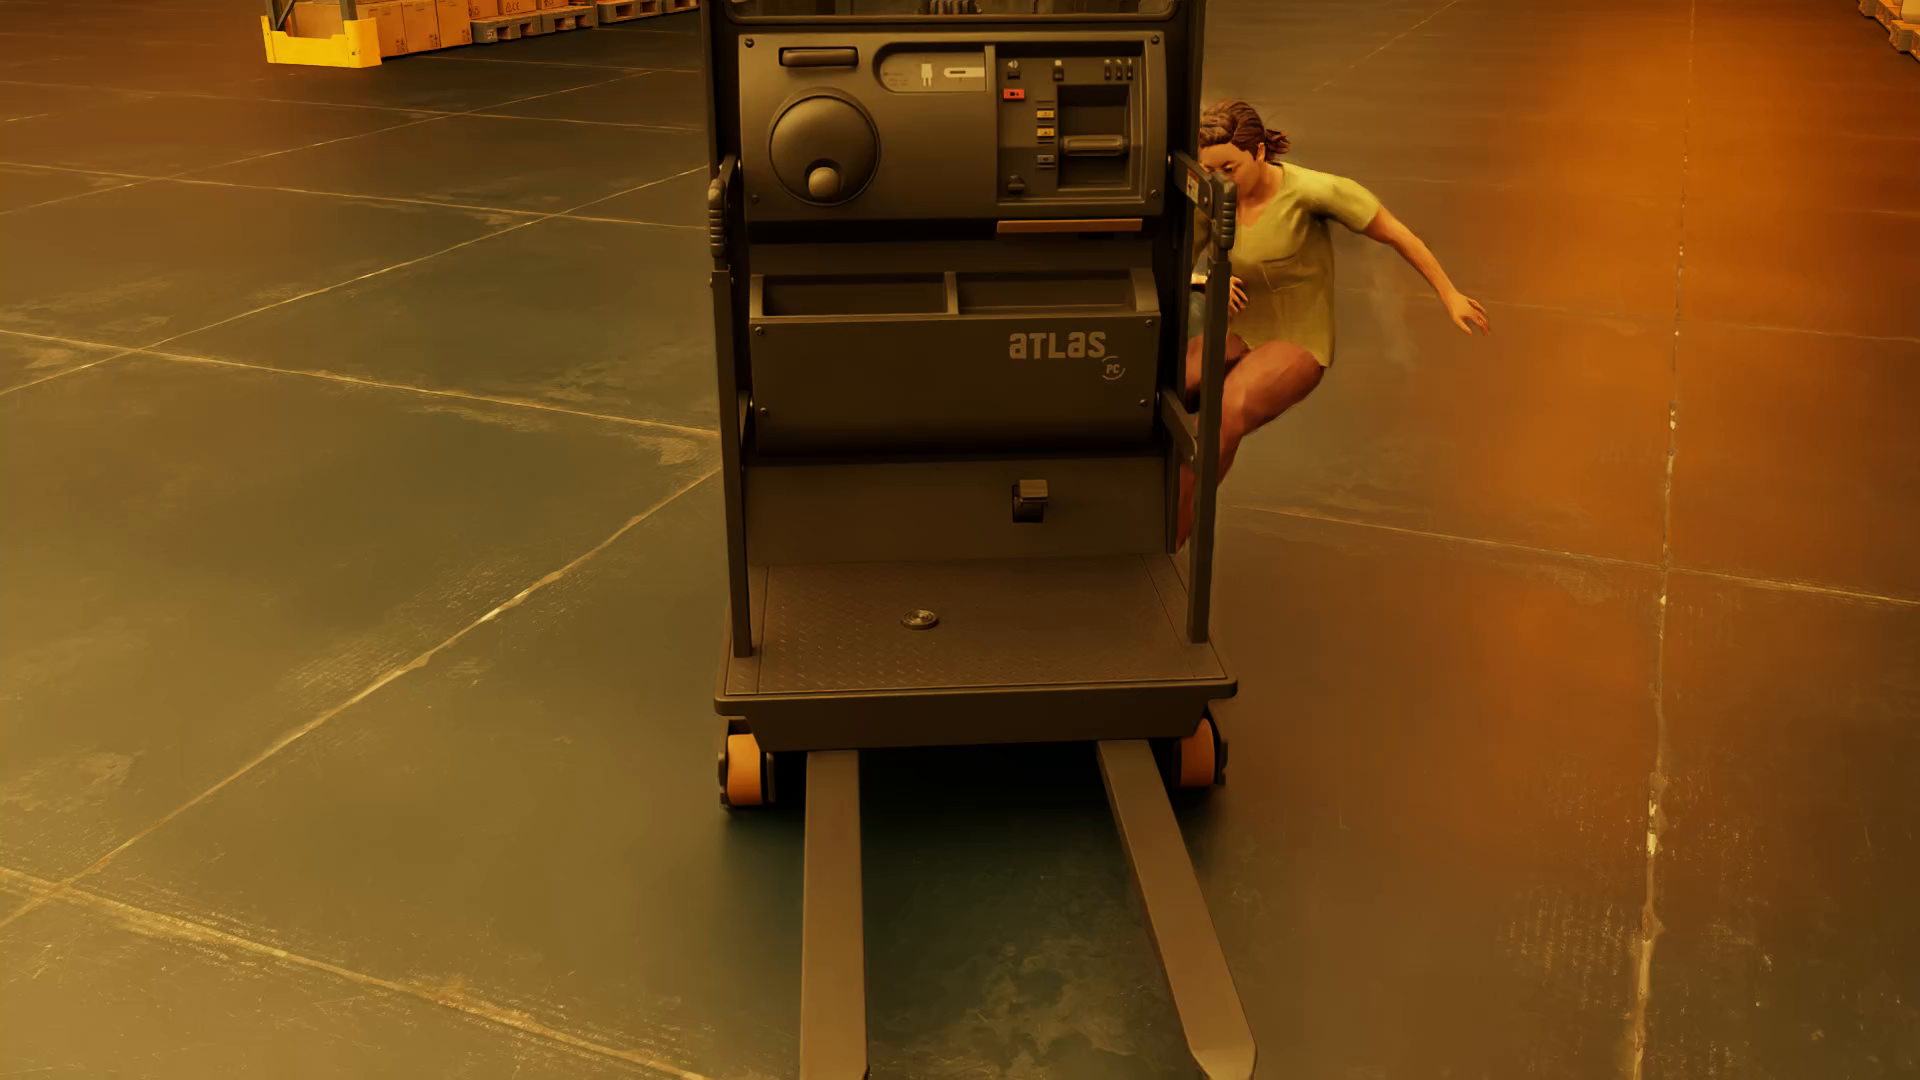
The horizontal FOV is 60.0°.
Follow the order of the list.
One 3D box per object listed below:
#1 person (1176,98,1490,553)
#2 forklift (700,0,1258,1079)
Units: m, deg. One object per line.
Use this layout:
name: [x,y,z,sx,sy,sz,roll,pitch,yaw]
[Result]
person: [0.800,-0.473,4.537,0.976,1.399,0.915,17,28,34]
forklift: [0.005,-0.893,3.430,1.130,2.935,3.031,-2,23,-4]
